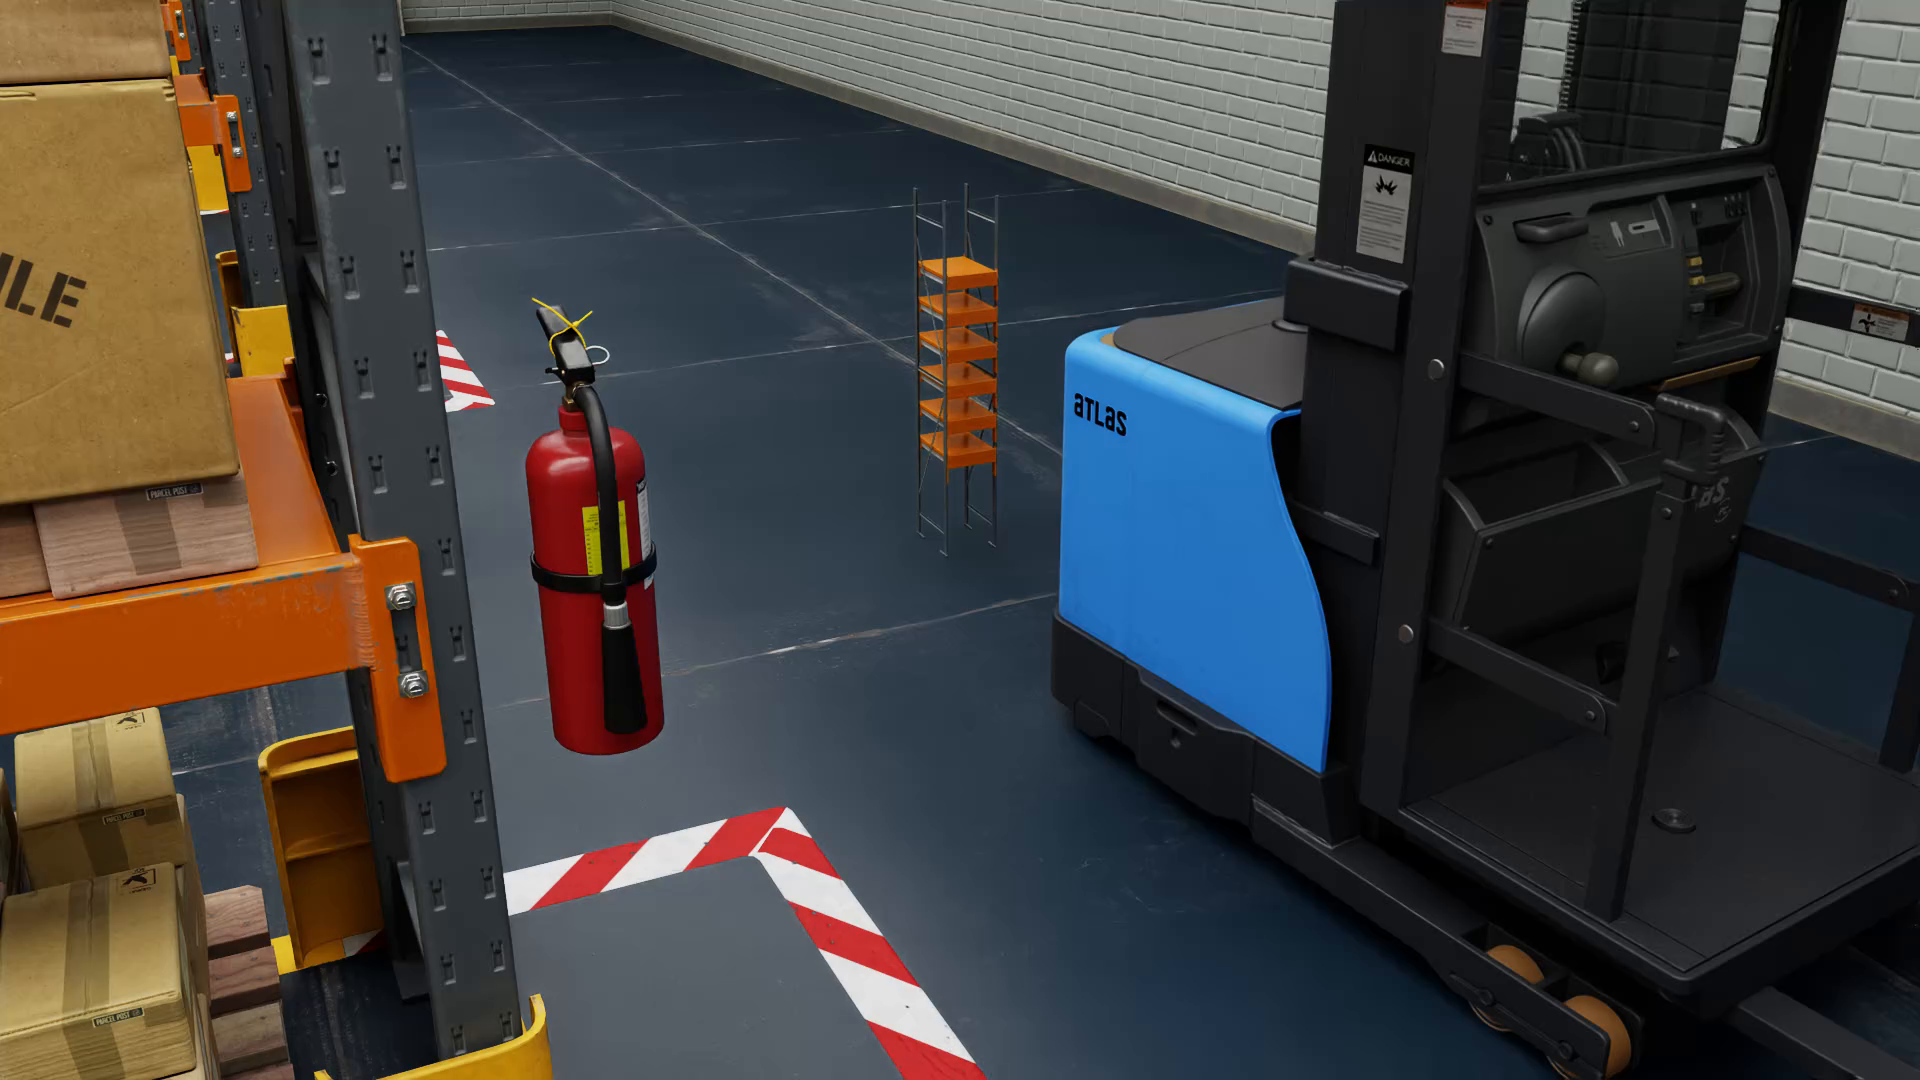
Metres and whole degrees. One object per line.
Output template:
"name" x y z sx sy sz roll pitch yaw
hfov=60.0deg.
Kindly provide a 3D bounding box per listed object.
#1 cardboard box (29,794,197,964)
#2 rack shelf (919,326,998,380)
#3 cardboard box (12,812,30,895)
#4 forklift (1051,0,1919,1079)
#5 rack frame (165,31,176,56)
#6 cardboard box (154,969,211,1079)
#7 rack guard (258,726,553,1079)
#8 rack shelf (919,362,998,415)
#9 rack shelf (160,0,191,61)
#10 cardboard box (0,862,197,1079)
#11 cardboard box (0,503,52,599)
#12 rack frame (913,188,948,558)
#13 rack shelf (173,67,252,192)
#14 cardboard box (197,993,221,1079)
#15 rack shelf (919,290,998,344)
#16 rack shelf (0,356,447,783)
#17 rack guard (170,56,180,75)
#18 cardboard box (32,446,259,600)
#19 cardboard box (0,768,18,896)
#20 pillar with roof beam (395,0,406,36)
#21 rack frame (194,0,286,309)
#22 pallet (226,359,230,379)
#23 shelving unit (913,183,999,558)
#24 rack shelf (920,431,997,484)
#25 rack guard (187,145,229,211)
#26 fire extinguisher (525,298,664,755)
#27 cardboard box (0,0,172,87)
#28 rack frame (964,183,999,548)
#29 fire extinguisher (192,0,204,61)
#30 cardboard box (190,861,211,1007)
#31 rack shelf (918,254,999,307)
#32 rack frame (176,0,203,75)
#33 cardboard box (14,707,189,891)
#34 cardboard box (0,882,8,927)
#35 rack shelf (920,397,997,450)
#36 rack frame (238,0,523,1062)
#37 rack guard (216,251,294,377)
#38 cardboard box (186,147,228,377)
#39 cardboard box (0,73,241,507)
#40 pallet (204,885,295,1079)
"cardboard box" -1.555 0.644 3.062 0.250 0.149 0.380 -9 24 -21
"rack shelf" -0.013 -0.622 5.486 0.180 0.103 0.258 -10 25 -24
"cardboard box" -1.826 0.670 3.000 0.250 0.149 0.380 -11 25 -24
"forklift" 1.473 -0.509 3.148 1.130 2.935 3.031 -14 26 -30
"rack frame" -7.324 -5.481 15.070 0.127 3.000 1.000 -10 25 -24
"cardboard box" -1.323 0.831 2.610 0.250 0.149 0.380 -11 25 -25
"rack guard" -1.040 0.827 3.098 0.348 0.500 1.175 -10 25 -24
"rack shelf" -0.013 -0.511 5.532 0.180 0.103 0.258 -10 25 -24
"rack shelf" -6.981 -3.109 10.280 4.000 0.370 1.077 -10 25 -24
"cardboard box" -1.338 0.683 2.579 0.250 0.149 0.380 -10 25 -23
"cardboard box" -1.383 -0.045 2.264 0.250 0.149 0.380 -10 25 -24
"rack frame" -0.095 -0.537 5.478 0.006 1.200 0.240 -10 25 -24
"rack shelf" -4.833 -1.402 6.157 4.000 0.370 1.077 -10 25 -24
"cardboard box" -1.355 0.942 2.731 0.250 0.149 0.380 -10 25 -23
"rack shelf" -0.013 -0.733 5.440 0.180 0.103 0.258 -10 25 -24
"rack shelf" -2.773 0.324 1.987 4.000 0.370 1.077 -10 25 -24
"rack guard" -7.393 -4.314 15.517 0.348 0.500 1.175 -10 25 -24
"cardboard box" -1.142 -0.073 2.333 0.250 0.149 0.380 -10 25 -24
"cardboard box" -1.787 0.565 2.864 0.250 0.149 0.380 -10 24 -23
"pillar with roof beam" -5.551 -9.222 16.263 0.400 9.000 9.100 -10 25 -24
"rack frame" -3.031 -2.067 6.821 0.127 3.000 1.000 -10 25 -24
"pallet" -3.718 -0.619 6.968 1.213 0.211 1.003 -10 25 -24
"shelving unit" -0.013 -0.552 5.515 0.189 1.200 0.258 -10 25 -24
"rack shelf" -0.013 -0.289 5.624 0.180 0.103 0.258 -10 25 -24
"rack guard" -5.163 -2.627 11.443 0.348 0.500 1.175 -10 25 -24
"fire extinguisher" -0.544 -0.015 2.453 0.183 0.674 0.296 -10 25 -24
"cardboard box" -1.276 -0.824 1.993 0.500 0.500 0.500 -11 25 -25
"rack frame" 0.069 -0.567 5.551 0.006 1.200 0.240 -10 25 -24
"fire extinguisher" -4.846 -3.434 10.712 0.183 0.674 0.296 -10 25 -24
"cardboard box" -1.582 0.759 3.172 0.250 0.149 0.380 -10 24 -23
"rack shelf" -0.013 -0.844 5.394 0.180 0.103 0.258 -10 25 -24
"rack frame" -5.179 -3.773 10.944 0.127 3.000 1.000 -10 25 -24
"cardboard box" -1.591 0.478 3.075 0.250 0.149 0.380 -12 25 -26
"cardboard box" -1.589 0.705 2.526 0.250 0.149 0.380 -10 24 -23
"rack shelf" -0.013 -0.400 5.578 0.180 0.103 0.258 -10 25 -24
"rack frame" -0.971 -0.340 2.651 0.127 3.000 1.000 -10 25 -24
"rack guard" -3.010 -0.916 7.308 0.348 0.500 1.175 -10 25 -24
"cardboard box" -3.573 -1.145 6.824 0.875 0.875 0.875 -10 25 -24
"cardboard box" -1.264 -0.361 2.180 0.500 0.500 0.500 -10 24 -23
"pallet" -1.787 1.083 2.857 1.213 0.211 1.003 -10 25 -24
